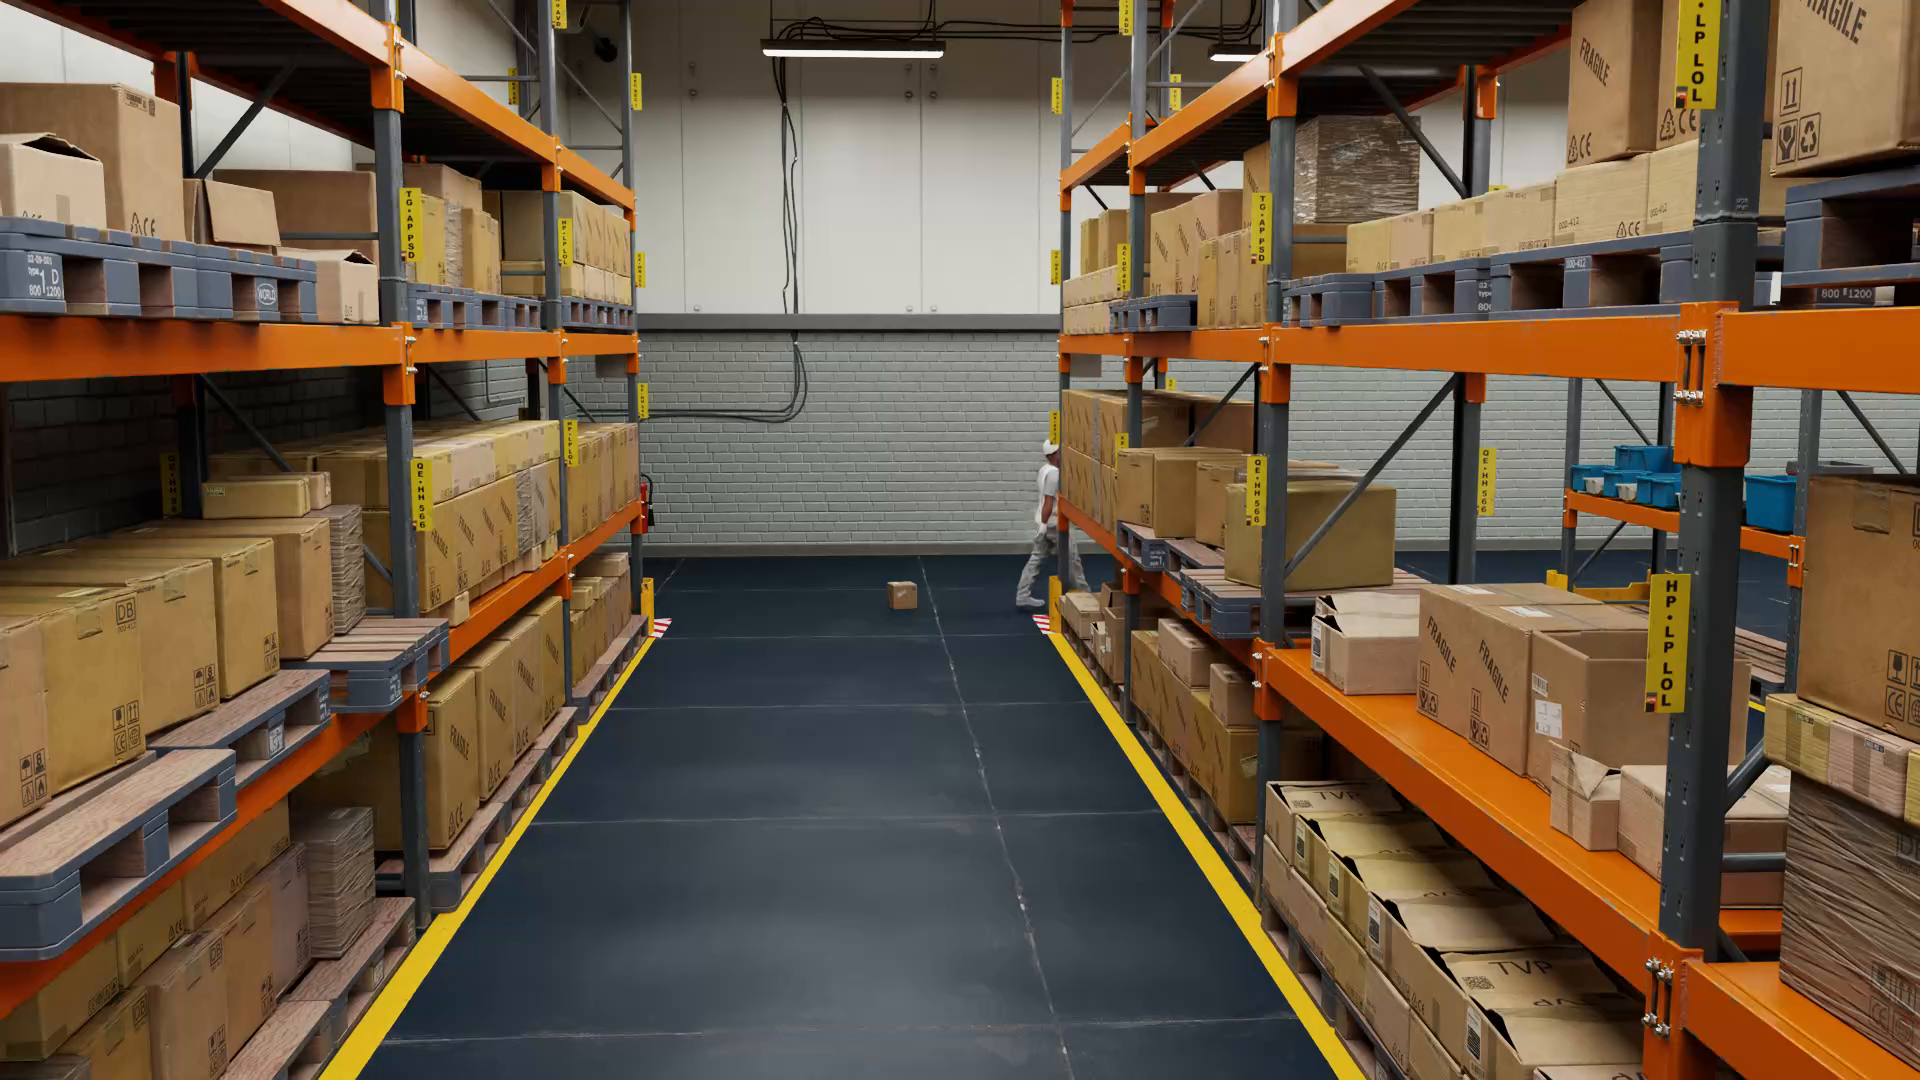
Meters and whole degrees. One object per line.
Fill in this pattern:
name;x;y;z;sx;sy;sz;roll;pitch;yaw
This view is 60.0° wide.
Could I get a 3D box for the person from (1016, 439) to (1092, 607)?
person;1.057;-0.173;16.990;0.969;1.741;0.545;-1;7;-12
